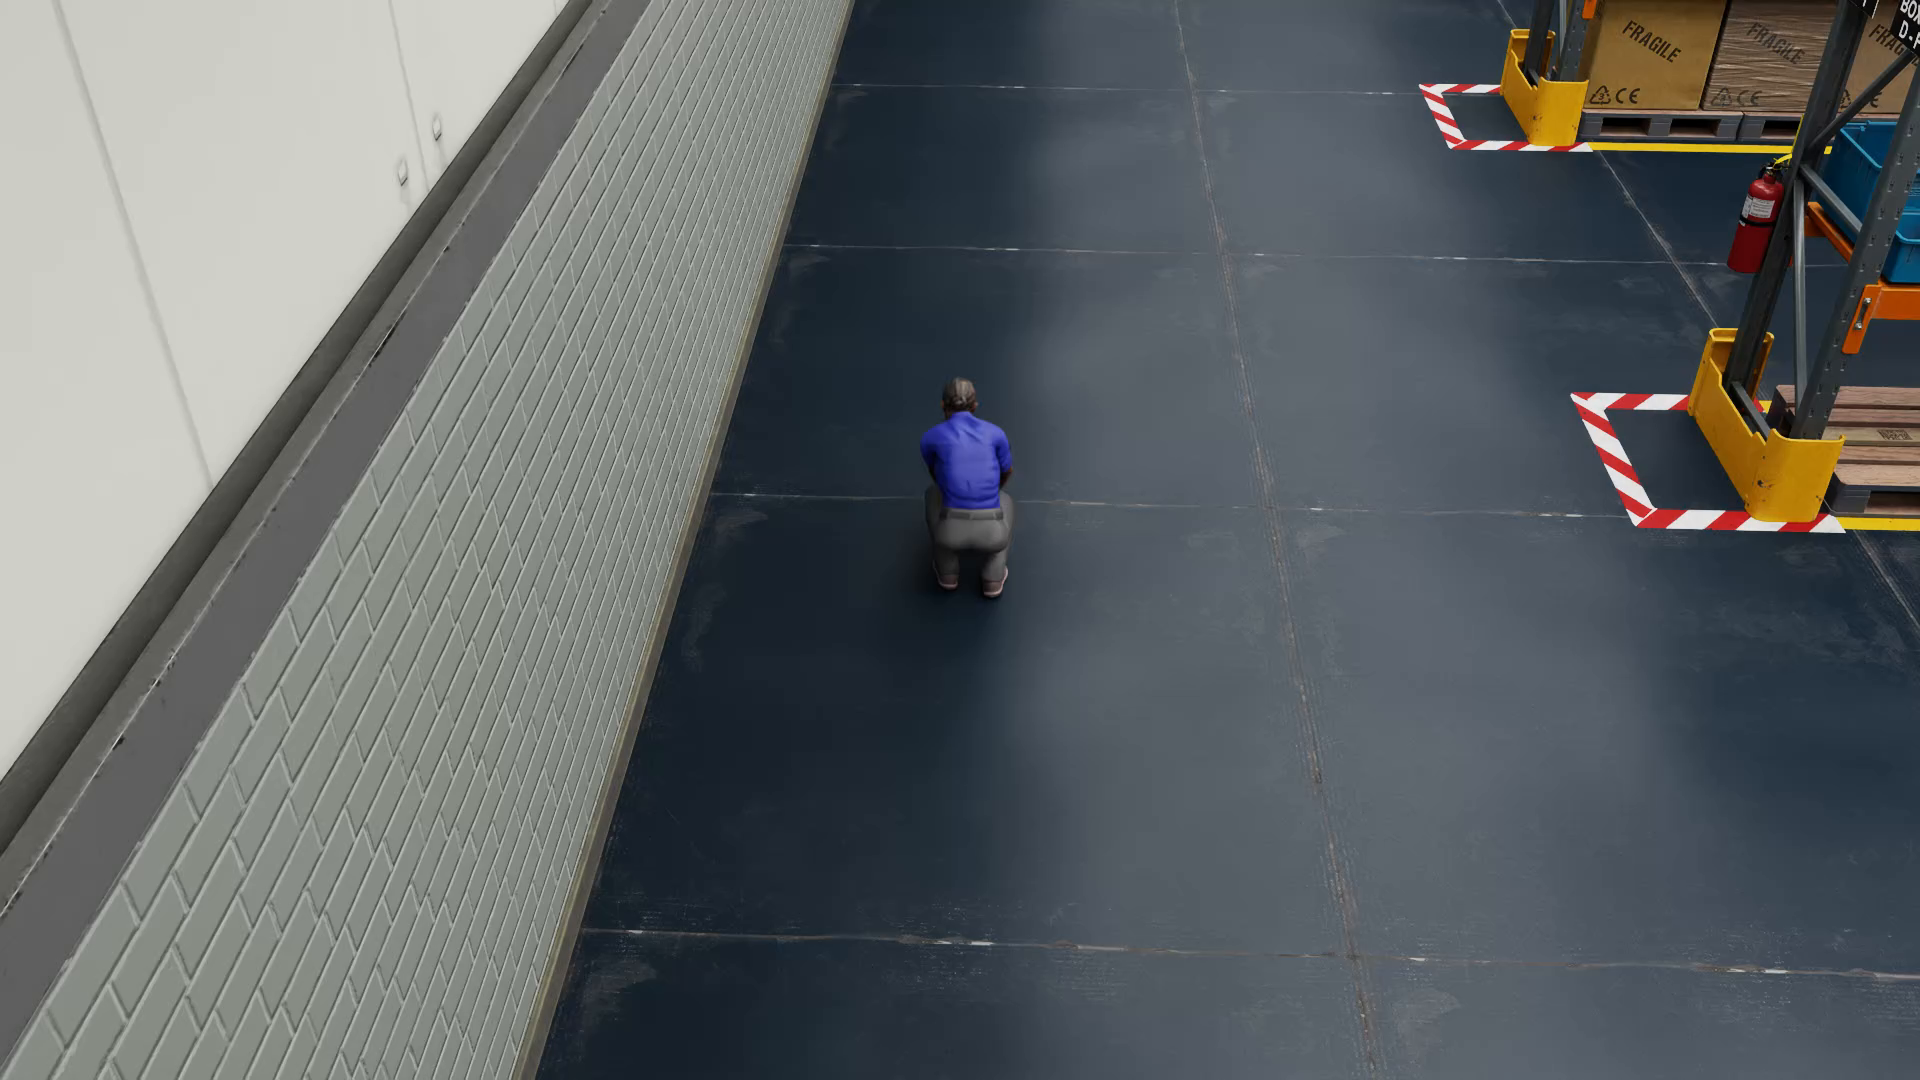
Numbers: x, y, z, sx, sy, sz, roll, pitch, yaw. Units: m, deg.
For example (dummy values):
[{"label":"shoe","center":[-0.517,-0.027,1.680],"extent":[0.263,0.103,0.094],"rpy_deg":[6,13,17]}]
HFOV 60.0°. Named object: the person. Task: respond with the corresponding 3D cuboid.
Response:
[{"label":"person","center":[0.041,-0.259,8.100],"extent":[0.465,0.945,0.830],"rpy_deg":[1,36,1]}]
